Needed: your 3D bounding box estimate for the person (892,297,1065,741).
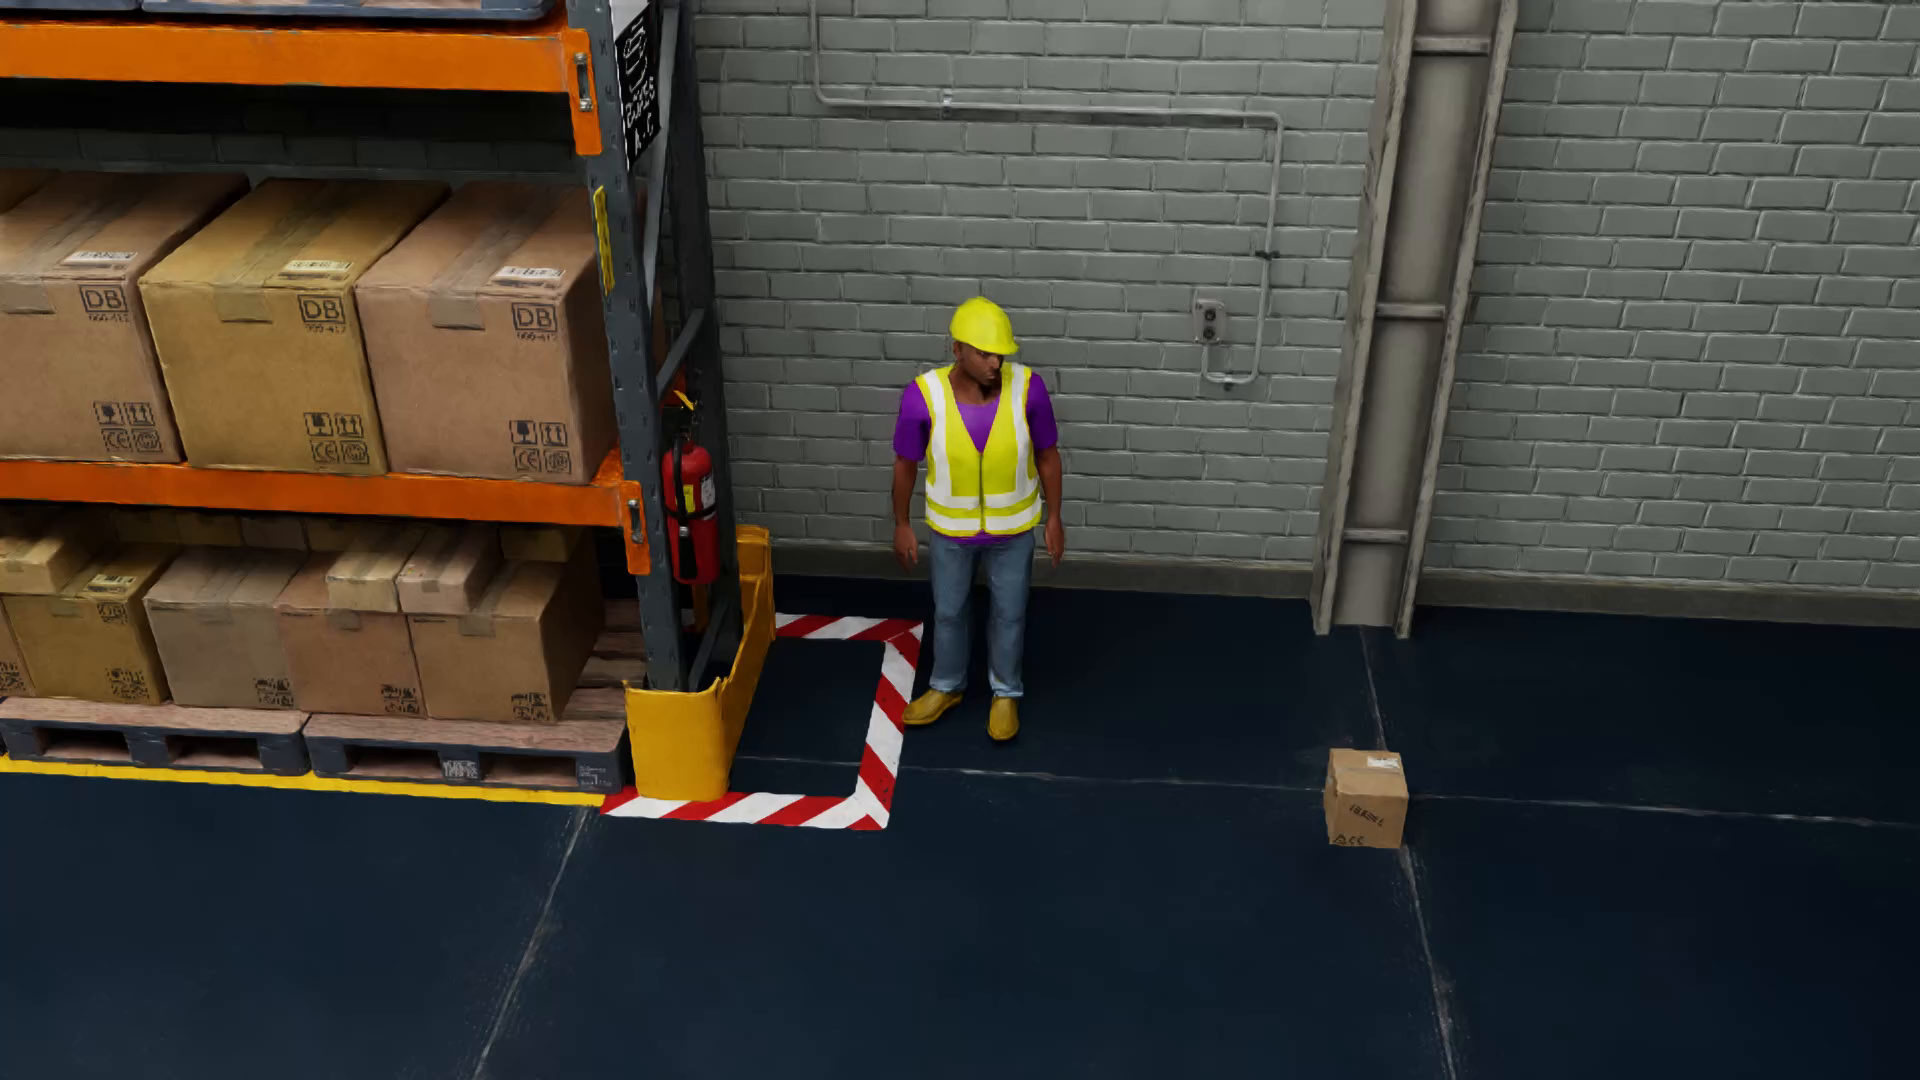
[{"bbox_3d":[0.069,-0.054,6.146,0.641,1.774,0.386,0,32,0],"label":"person"}]
